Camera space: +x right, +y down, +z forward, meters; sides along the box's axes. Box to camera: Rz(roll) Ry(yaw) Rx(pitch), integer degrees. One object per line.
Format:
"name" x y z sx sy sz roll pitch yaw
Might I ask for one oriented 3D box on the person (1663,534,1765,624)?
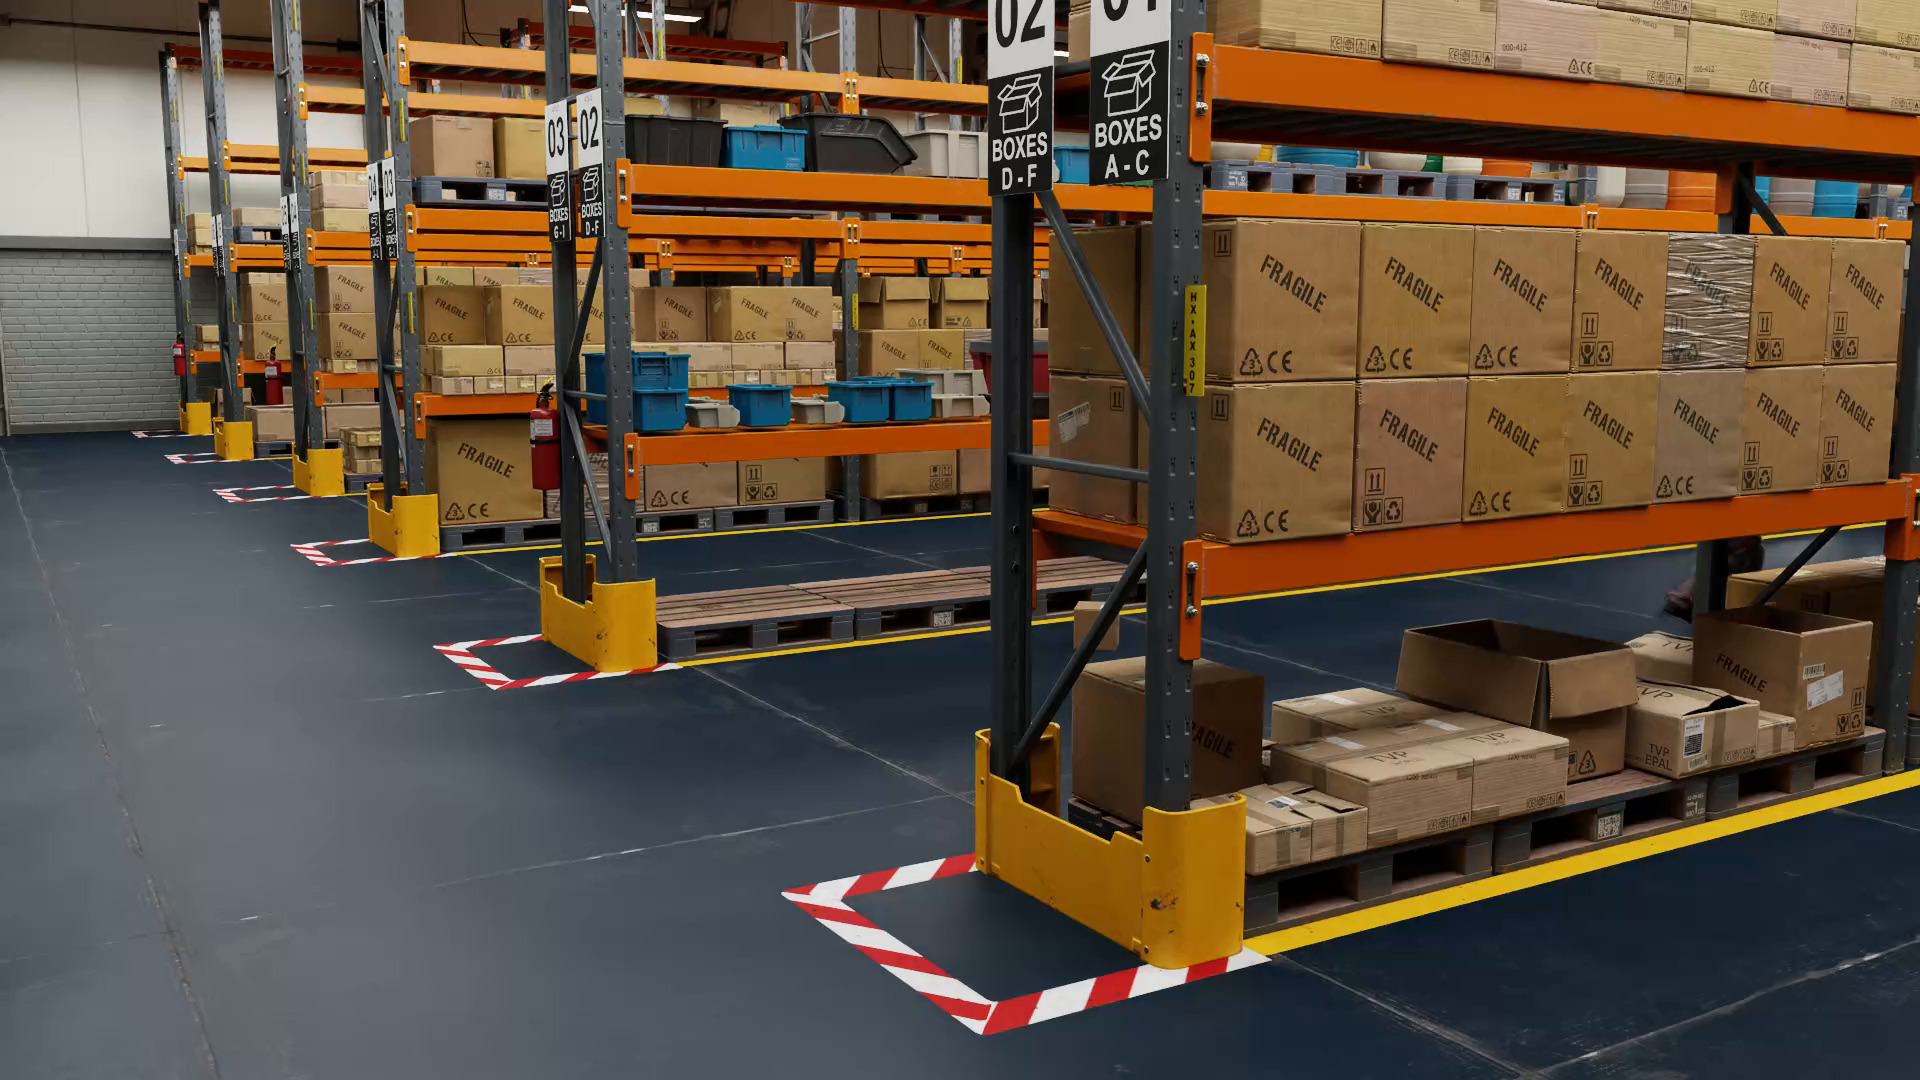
"person" 4.793 -0.263 10.284 0.964 1.685 0.528 -1 8 -8
